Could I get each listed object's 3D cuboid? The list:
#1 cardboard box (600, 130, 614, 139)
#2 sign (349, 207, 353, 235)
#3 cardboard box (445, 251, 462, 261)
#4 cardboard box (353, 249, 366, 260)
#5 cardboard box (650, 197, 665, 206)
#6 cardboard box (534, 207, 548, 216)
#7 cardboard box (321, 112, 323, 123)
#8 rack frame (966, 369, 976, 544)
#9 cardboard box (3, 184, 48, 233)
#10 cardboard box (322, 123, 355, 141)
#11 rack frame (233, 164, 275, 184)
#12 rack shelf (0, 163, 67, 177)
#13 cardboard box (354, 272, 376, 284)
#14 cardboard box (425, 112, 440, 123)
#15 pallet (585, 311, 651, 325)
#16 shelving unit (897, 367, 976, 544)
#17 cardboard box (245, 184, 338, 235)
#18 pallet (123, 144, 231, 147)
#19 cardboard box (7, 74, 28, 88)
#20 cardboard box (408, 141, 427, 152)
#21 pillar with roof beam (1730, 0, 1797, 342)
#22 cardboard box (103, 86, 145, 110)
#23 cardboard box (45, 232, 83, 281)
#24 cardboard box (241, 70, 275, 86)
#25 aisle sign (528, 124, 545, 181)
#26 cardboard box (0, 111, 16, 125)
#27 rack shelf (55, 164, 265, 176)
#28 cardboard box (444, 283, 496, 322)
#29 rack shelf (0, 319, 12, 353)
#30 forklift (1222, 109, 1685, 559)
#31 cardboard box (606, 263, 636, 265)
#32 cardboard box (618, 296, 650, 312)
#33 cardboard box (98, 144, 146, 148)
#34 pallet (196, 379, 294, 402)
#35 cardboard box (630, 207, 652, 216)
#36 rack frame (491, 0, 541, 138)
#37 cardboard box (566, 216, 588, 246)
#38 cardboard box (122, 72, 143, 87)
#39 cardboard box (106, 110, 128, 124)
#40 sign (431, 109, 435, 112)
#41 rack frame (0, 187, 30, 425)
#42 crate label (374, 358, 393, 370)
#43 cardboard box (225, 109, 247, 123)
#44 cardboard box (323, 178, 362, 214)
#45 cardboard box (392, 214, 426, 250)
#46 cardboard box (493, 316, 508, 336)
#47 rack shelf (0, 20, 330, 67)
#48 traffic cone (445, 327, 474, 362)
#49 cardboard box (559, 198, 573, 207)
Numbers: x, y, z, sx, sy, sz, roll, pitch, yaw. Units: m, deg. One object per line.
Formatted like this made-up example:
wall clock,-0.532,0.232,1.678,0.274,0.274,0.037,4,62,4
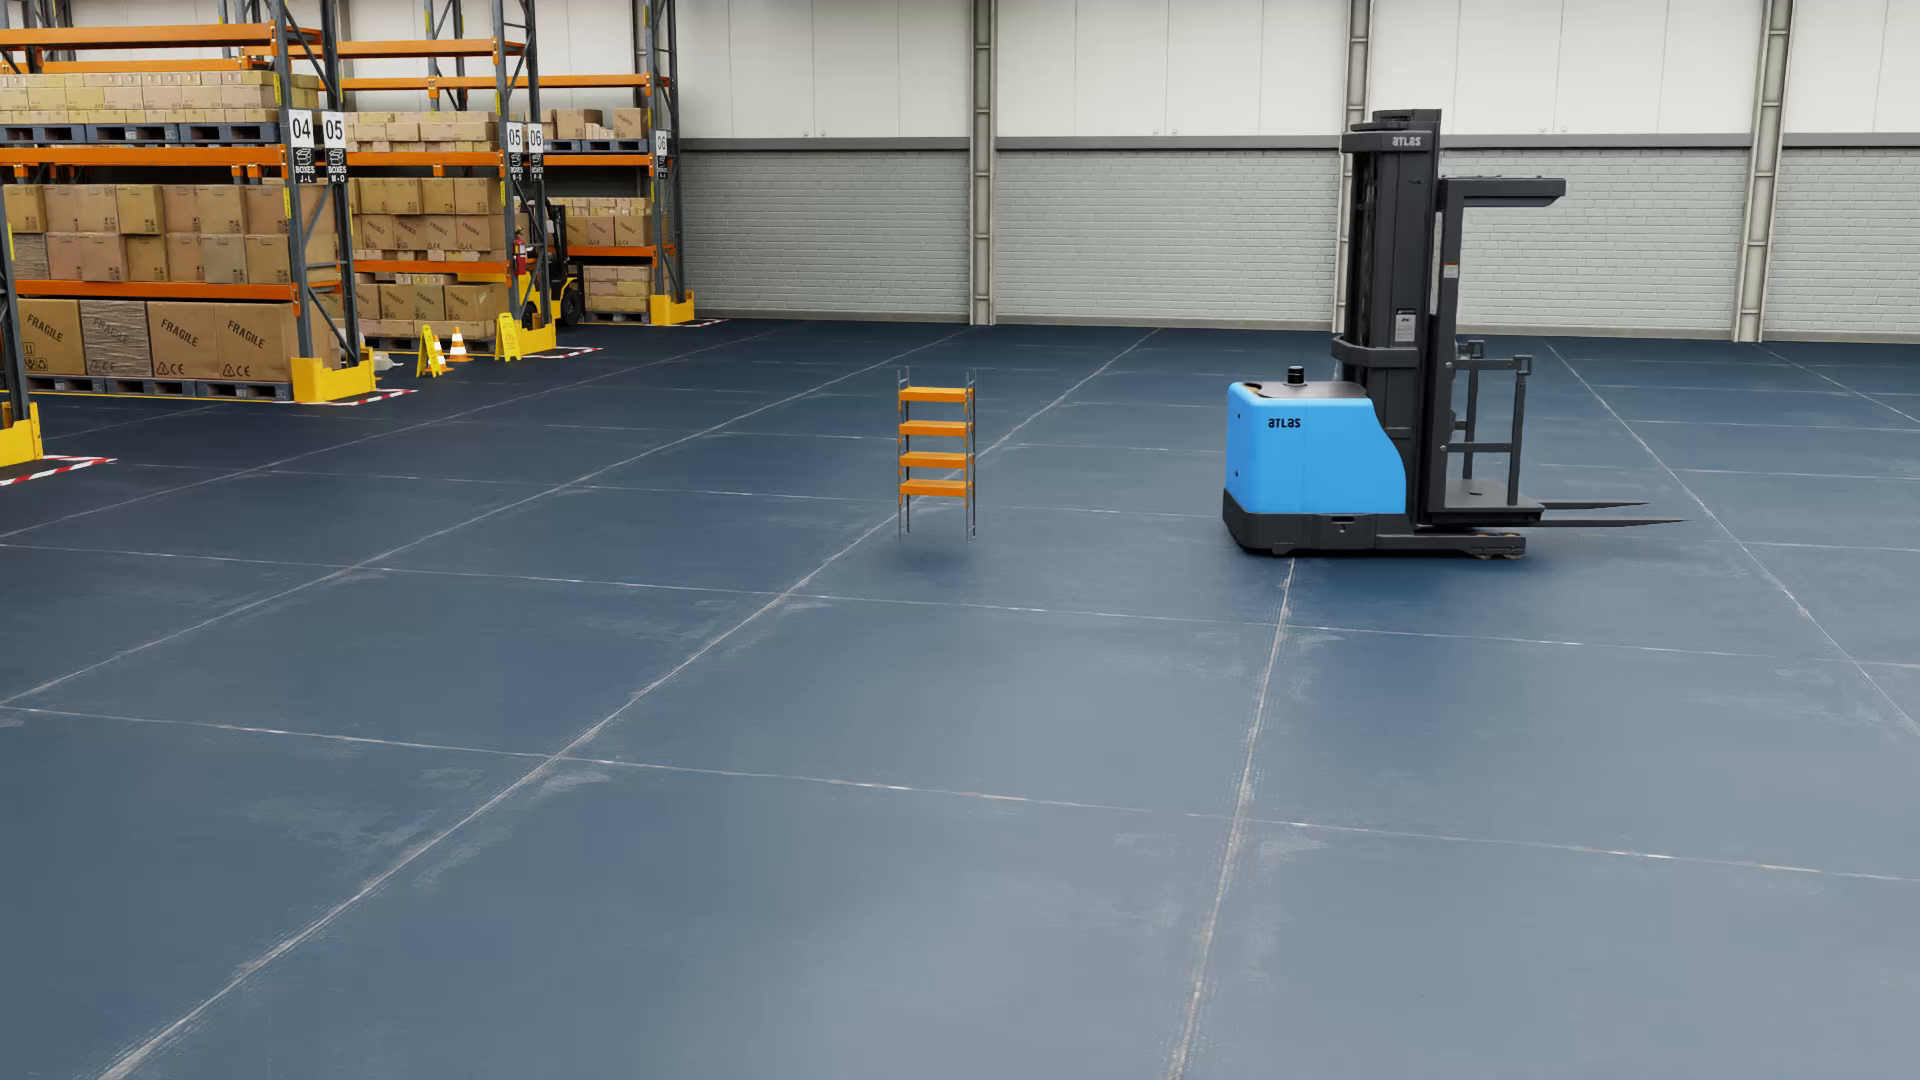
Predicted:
cardboard box,-5.851,-6.799,27.906,0.250,0.149,0.380,3,13,12
sign,-7.108,-3.712,19.356,0.005,0.325,0.100,3,13,14
cardboard box,-7.090,-4.039,23.595,0.250,0.149,0.380,3,13,13
cardboard box,-8.574,-4.113,23.926,0.250,0.149,0.380,3,13,14
cardboard box,-5.248,-5.797,28.522,0.250,0.149,0.380,3,13,12
cardboard box,-7.114,-5.641,28.504,0.250,0.149,0.380,3,13,12
cardboard box,-9.053,-5.991,23.627,0.250,0.149,0.380,3,13,13
rack frame,0.076,-0.582,11.585,0.015,1.200,0.240,3,13,14
cardboard box,-10.780,-3.915,19.617,0.550,0.550,0.875,3,13,14
cardboard box,-8.695,-5.790,23.640,0.500,0.250,0.500,3,13,14
rack frame,-12.740,-5.639,30.226,0.127,3.000,1.000,3,13,14
rack shelf,-15.868,-5.812,25.741,4.000,0.370,1.077,3,13,14
cardboard box,-8.666,-3.787,24.027,0.250,0.149,0.380,4,13,17
cardboard box,-7.285,-5.921,23.311,0.250,0.149,0.380,3,13,14
pallet,-5.726,-3.894,28.796,1.213,0.211,1.003,3,13,14
shelving unit,-0.161,-0.594,11.643,0.503,1.200,0.258,3,13,14
cardboard box,-7.598,-3.762,18.924,0.550,0.550,0.875,3,13,14
pallet,-11.624,-5.868,24.765,1.003,0.211,1.213,3,13,14
cardboard box,-10.610,-5.223,18.963,0.250,0.149,0.380,3,13,13
cardboard box,-7.555,-5.539,23.427,0.250,0.149,0.380,3,13,13
pillar with roof beam,11.011,-6.539,20.431,0.400,9.000,9.100,3,13,14
cardboard box,-9.251,-4.969,18.740,0.500,0.250,0.500,3,13,14
cardboard box,-10.230,-3.374,19.671,0.550,0.550,0.875,3,13,14
cardboard box,-7.655,-5.065,18.250,0.250,0.149,0.380,3,13,14
aisle sign,-6.025,-5.511,23.647,0.004,0.787,0.394,3,13,14
cardboard box,-10.858,-4.847,19.108,0.250,0.149,0.380,3,13,13
rack shelf,-14.682,-6.856,30.446,4.000,0.370,1.077,3,13,14
cardboard box,-6.999,-3.395,23.760,0.500,0.500,0.500,3,13,14
rack shelf,-10.475,-1.849,14.802,4.000,0.370,1.077,3,13,14
forklift,3.422,-1.418,11.358,3.031,2.935,1.130,0,13,0
cardboard box,-5.881,-4.665,28.904,0.500,0.250,0.500,3,13,14
cardboard box,-5.505,-4.045,28.417,0.500,0.250,0.500,3,13,14
cardboard box,-12.438,-6.037,24.854,0.637,0.503,0.797,3,13,14
pallet,-8.042,-1.797,19.348,1.213,0.211,1.003,3,13,14
cardboard box,-5.377,-5.549,28.089,0.250,0.149,0.380,3,13,14
rack frame,-6.159,-7.109,22.999,0.127,3.000,1.000,3,13,14
cardboard box,-6.513,-5.299,28.459,0.500,0.500,0.500,3,13,12
cardboard box,-9.136,-5.144,18.607,0.250,0.149,0.380,3,13,14
cardboard box,-9.382,-4.768,18.752,0.250,0.149,0.380,3,13,14
sign,-8.977,-7.187,28.358,0.005,0.325,0.100,3,13,14
rack frame,-8.533,-2.096,14.256,0.127,3.000,1.000,3,13,14
crate label,-7.600,-2.310,21.830,0.298,0.136,0.250,-4,13,-16
cardboard box,-7.895,-4.689,18.396,0.250,0.149,0.380,3,13,14
cardboard box,-8.696,-4.938,23.841,0.500,0.500,0.700,3,13,12
cardboard box,-7.722,-4.398,23.713,0.500,0.500,0.500,3,13,13
cardboard box,-6.876,-3.143,24.352,0.500,0.250,0.500,3,13,13
rack shelf,-9.189,-5.620,18.873,4.000,0.370,1.077,3,13,14
traffic cone,-6.886,-2.693,22.801,0.334,0.463,0.336,3,13,14
cardboard box,-6.635,-5.754,28.329,0.250,0.149,0.380,3,13,15
